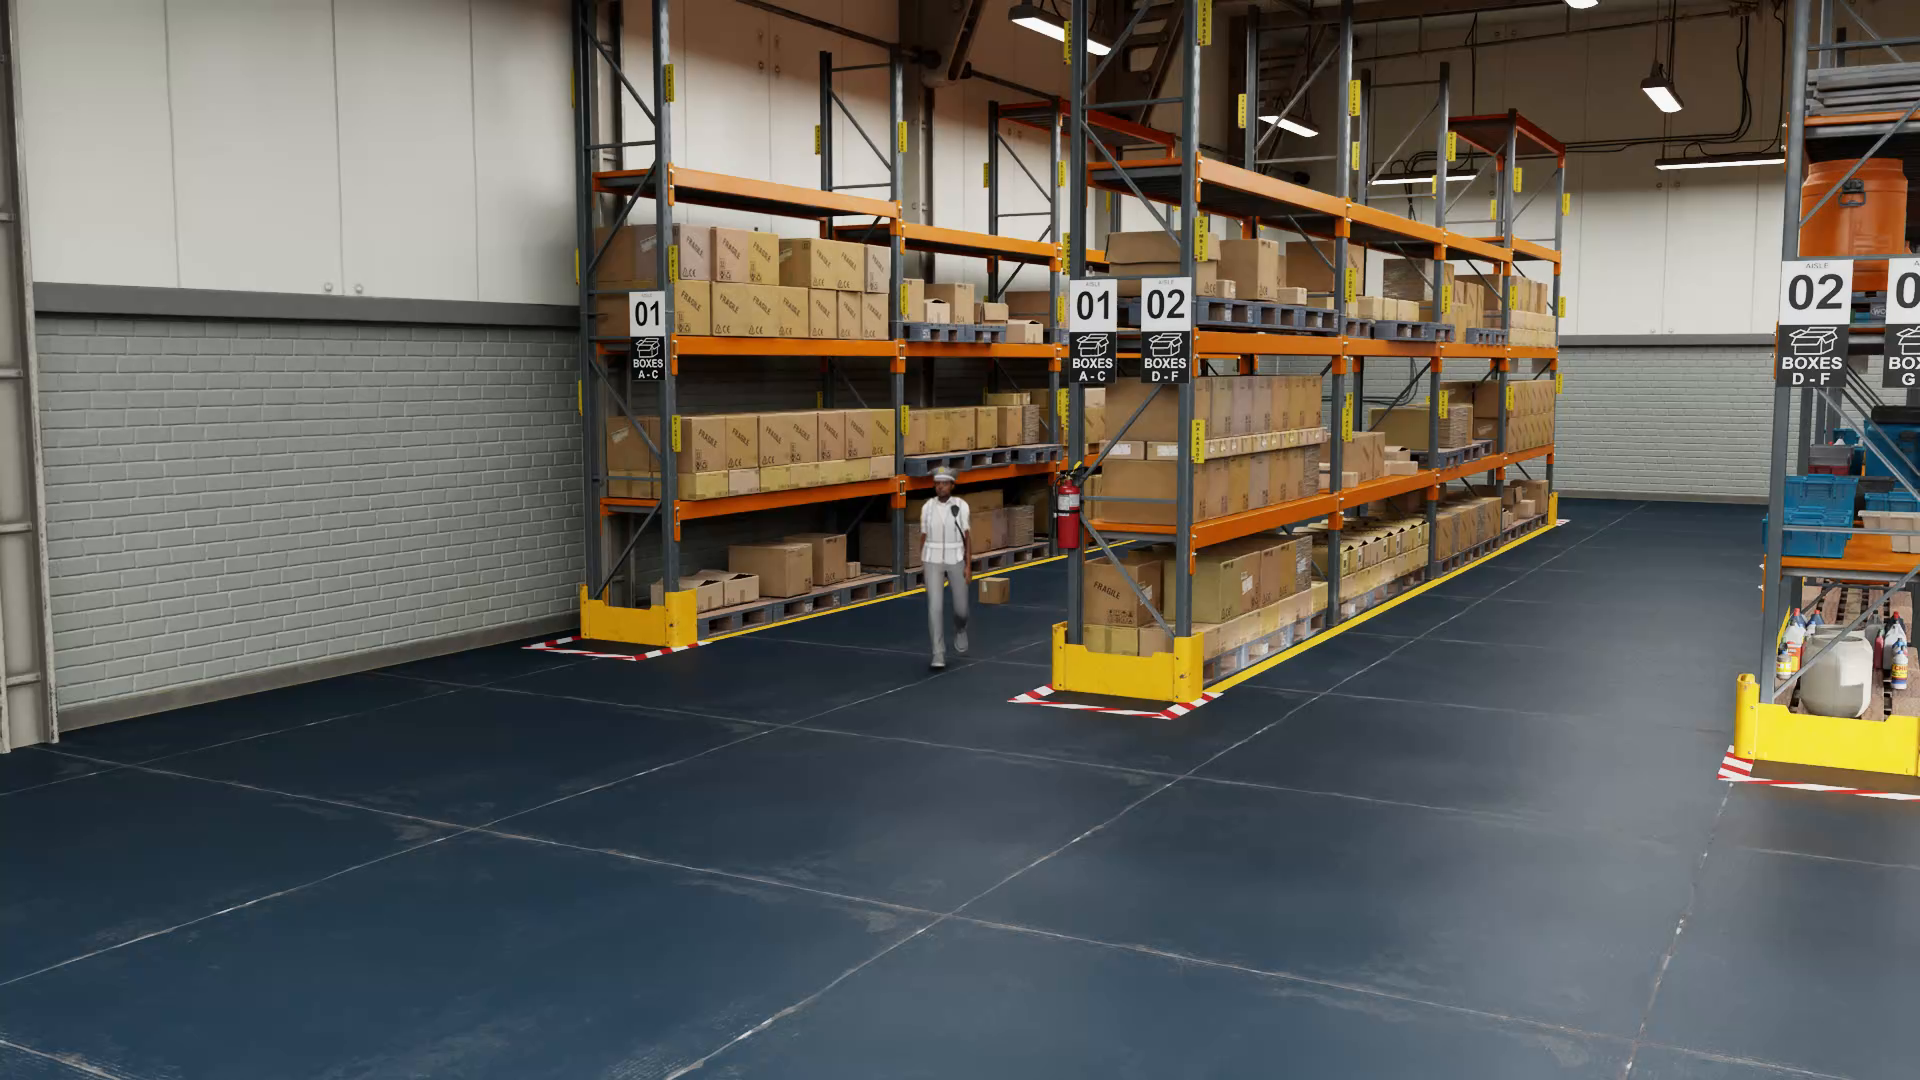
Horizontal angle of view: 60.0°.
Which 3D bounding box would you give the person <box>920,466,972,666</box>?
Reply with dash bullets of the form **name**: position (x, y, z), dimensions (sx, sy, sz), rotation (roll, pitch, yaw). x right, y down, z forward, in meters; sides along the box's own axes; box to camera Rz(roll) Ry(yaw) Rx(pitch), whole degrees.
- **person**: position (-0.118, 0.202, 14.121), dimensions (0.449, 1.671, 0.671), rotation (0, 6, 3)
